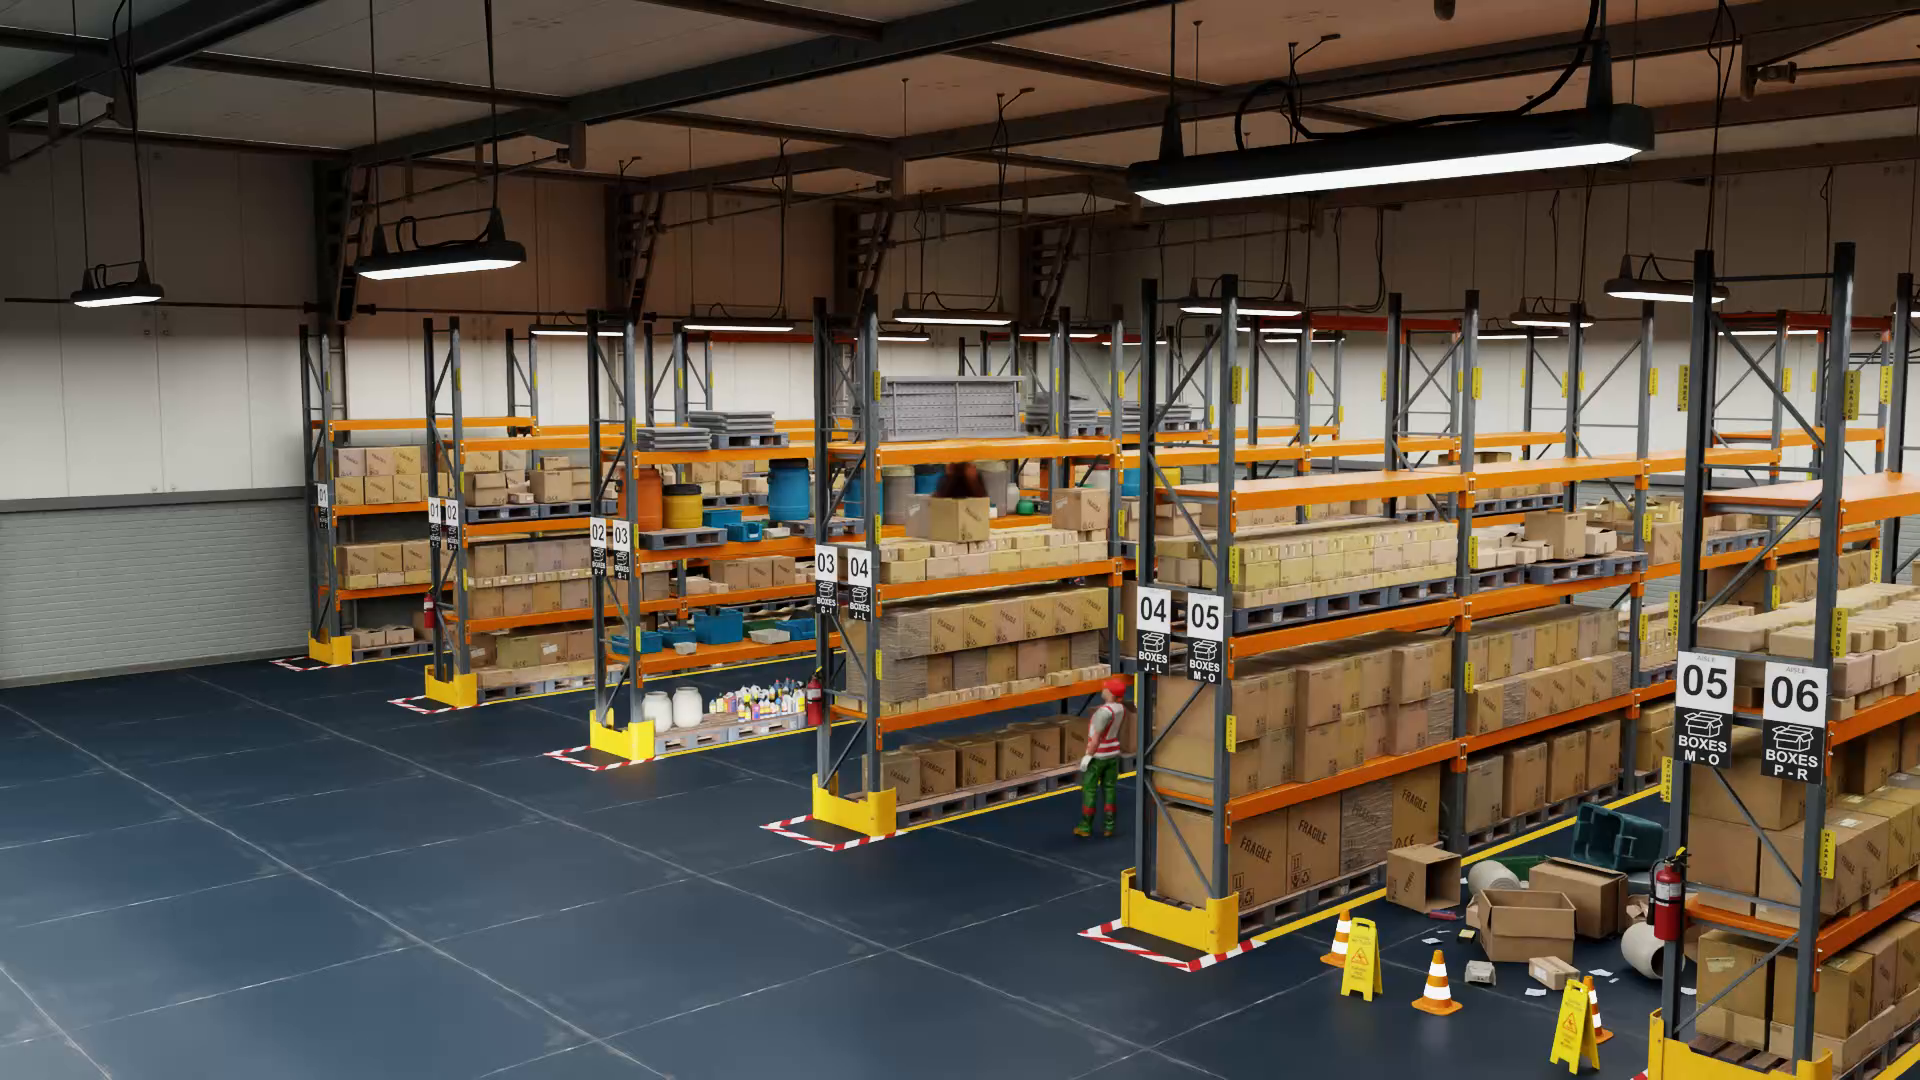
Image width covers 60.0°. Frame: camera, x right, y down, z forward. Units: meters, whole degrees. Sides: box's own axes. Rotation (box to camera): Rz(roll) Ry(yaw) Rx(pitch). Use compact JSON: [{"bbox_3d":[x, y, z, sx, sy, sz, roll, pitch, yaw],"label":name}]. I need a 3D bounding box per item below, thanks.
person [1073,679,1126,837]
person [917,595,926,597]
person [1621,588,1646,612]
[{"bbox_3d":[1.558,2.415,18.546,0.596,1.773,0.528,-5,8,-40],"label":"person"},{"bbox_3d":[-0.731,1.397,28.635,0.561,1.794,0.527,-4,7,-34],"label":"person"},{"bbox_3d":[11.108,1.592,27.338,0.542,1.699,0.395,-1,6,-13],"label":"person"}]
